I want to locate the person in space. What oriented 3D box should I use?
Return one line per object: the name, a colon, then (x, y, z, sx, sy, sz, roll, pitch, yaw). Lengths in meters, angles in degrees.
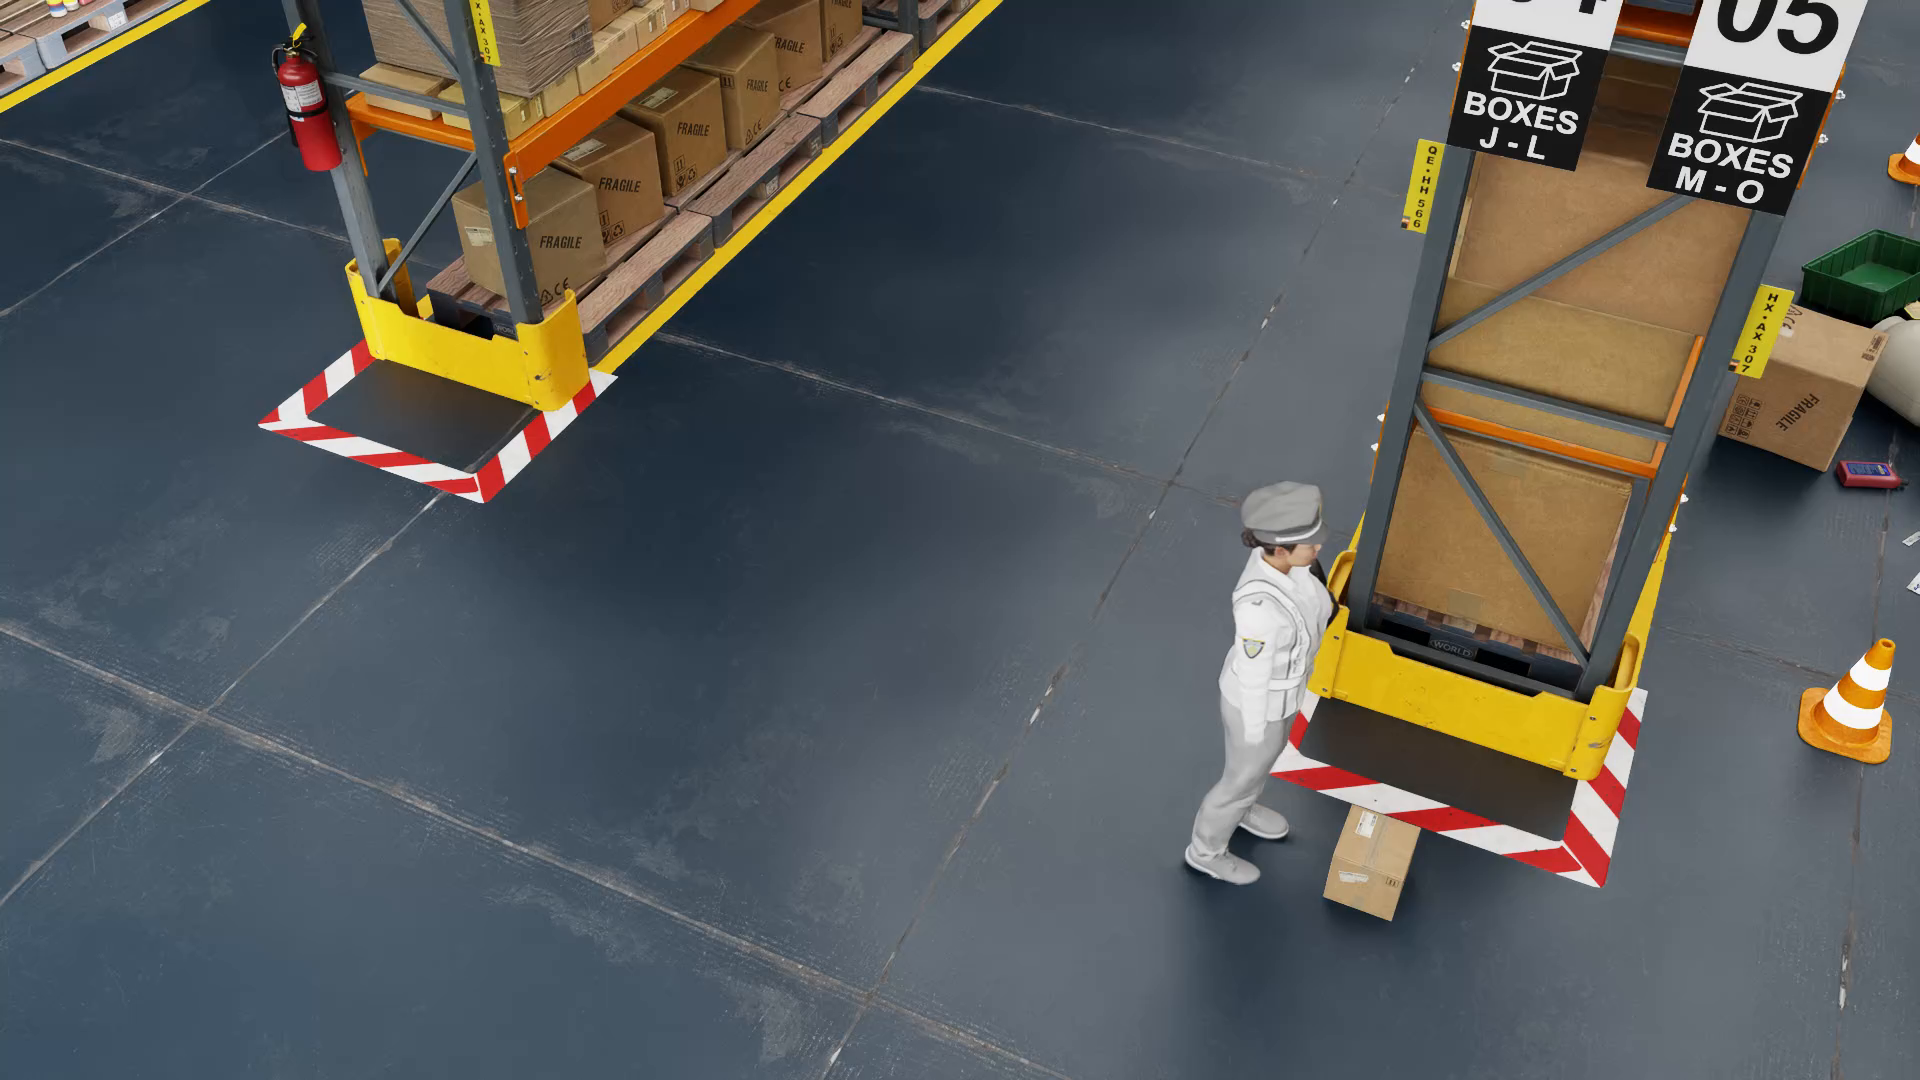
person: (1.035, 0.500, 5.612, 0.344, 1.698, 0.465, 16, 45, 17)
